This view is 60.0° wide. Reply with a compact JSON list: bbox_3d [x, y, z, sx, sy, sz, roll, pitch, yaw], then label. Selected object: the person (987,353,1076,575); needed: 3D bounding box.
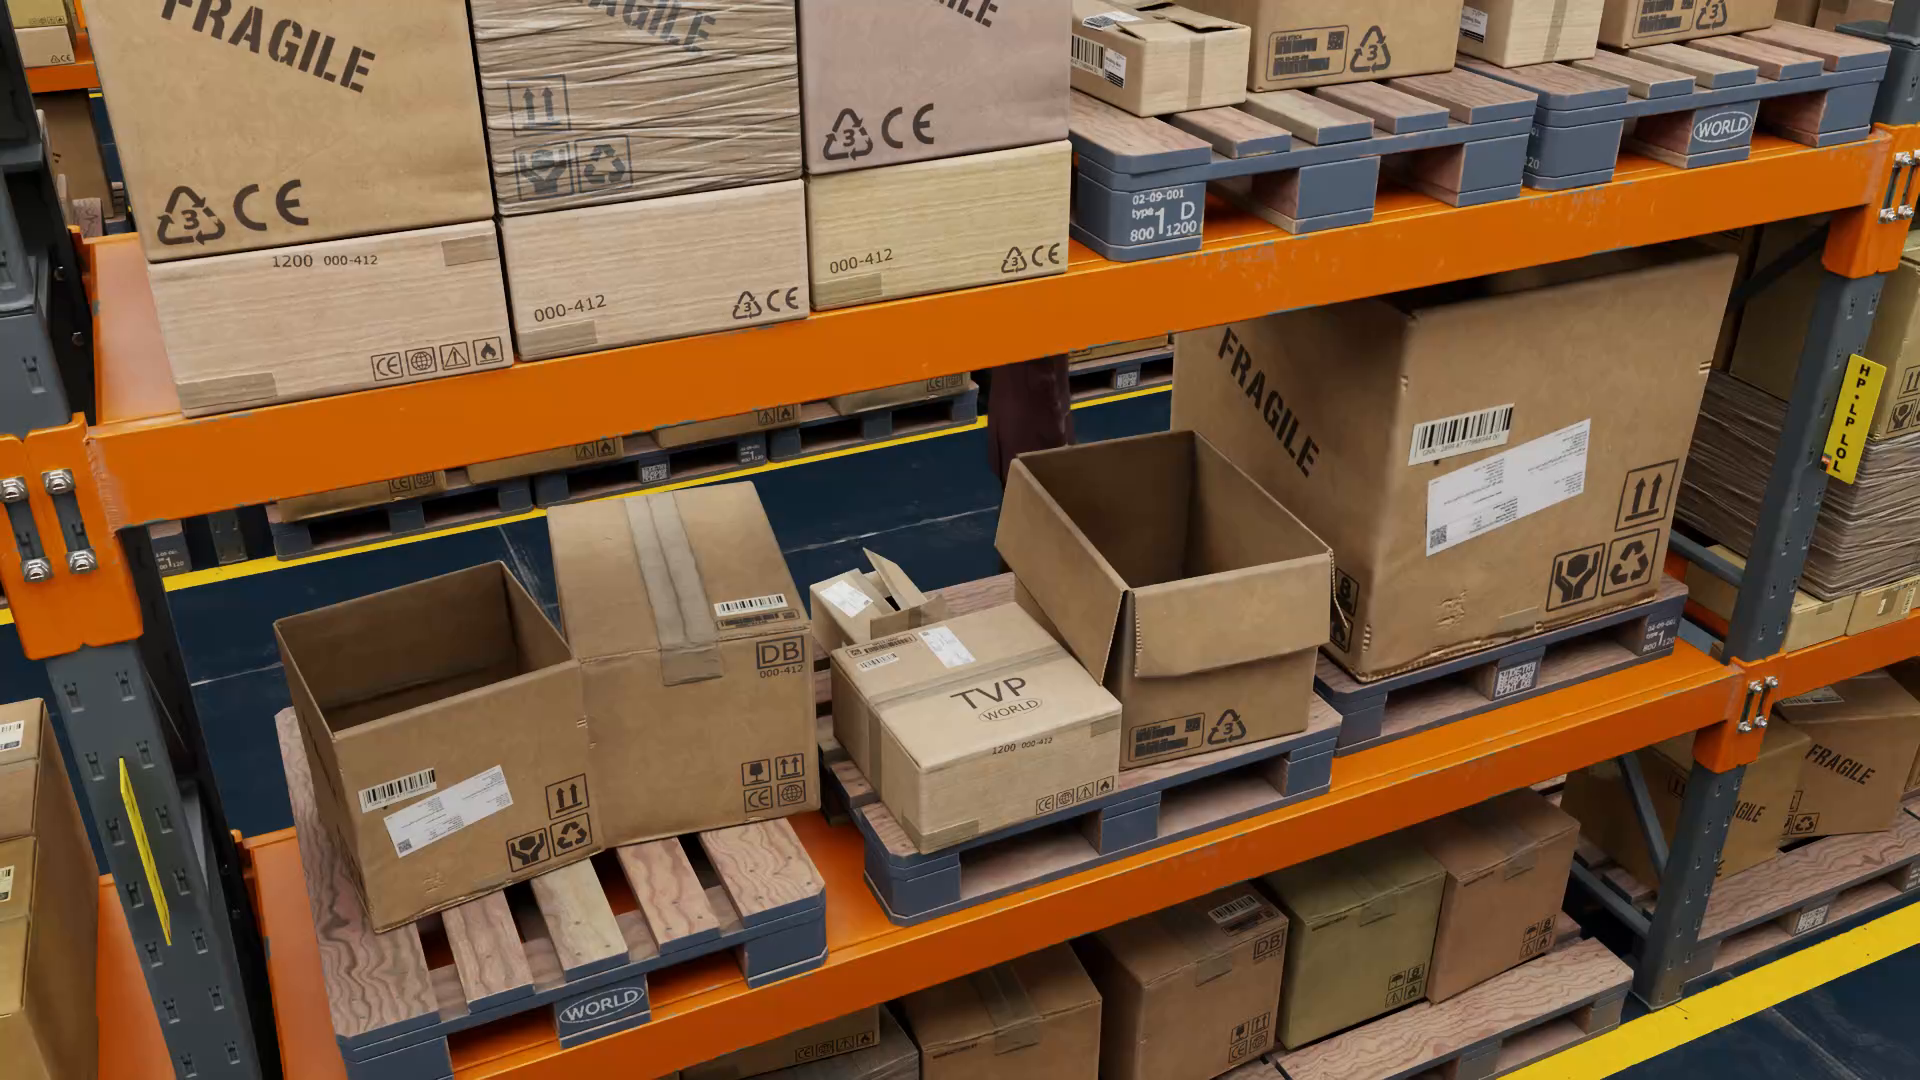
[{"bbox_3d":[0.328,-0.461,6.993,0.471,1.848,0.623,-13,31,-21],"label":"person"}]
